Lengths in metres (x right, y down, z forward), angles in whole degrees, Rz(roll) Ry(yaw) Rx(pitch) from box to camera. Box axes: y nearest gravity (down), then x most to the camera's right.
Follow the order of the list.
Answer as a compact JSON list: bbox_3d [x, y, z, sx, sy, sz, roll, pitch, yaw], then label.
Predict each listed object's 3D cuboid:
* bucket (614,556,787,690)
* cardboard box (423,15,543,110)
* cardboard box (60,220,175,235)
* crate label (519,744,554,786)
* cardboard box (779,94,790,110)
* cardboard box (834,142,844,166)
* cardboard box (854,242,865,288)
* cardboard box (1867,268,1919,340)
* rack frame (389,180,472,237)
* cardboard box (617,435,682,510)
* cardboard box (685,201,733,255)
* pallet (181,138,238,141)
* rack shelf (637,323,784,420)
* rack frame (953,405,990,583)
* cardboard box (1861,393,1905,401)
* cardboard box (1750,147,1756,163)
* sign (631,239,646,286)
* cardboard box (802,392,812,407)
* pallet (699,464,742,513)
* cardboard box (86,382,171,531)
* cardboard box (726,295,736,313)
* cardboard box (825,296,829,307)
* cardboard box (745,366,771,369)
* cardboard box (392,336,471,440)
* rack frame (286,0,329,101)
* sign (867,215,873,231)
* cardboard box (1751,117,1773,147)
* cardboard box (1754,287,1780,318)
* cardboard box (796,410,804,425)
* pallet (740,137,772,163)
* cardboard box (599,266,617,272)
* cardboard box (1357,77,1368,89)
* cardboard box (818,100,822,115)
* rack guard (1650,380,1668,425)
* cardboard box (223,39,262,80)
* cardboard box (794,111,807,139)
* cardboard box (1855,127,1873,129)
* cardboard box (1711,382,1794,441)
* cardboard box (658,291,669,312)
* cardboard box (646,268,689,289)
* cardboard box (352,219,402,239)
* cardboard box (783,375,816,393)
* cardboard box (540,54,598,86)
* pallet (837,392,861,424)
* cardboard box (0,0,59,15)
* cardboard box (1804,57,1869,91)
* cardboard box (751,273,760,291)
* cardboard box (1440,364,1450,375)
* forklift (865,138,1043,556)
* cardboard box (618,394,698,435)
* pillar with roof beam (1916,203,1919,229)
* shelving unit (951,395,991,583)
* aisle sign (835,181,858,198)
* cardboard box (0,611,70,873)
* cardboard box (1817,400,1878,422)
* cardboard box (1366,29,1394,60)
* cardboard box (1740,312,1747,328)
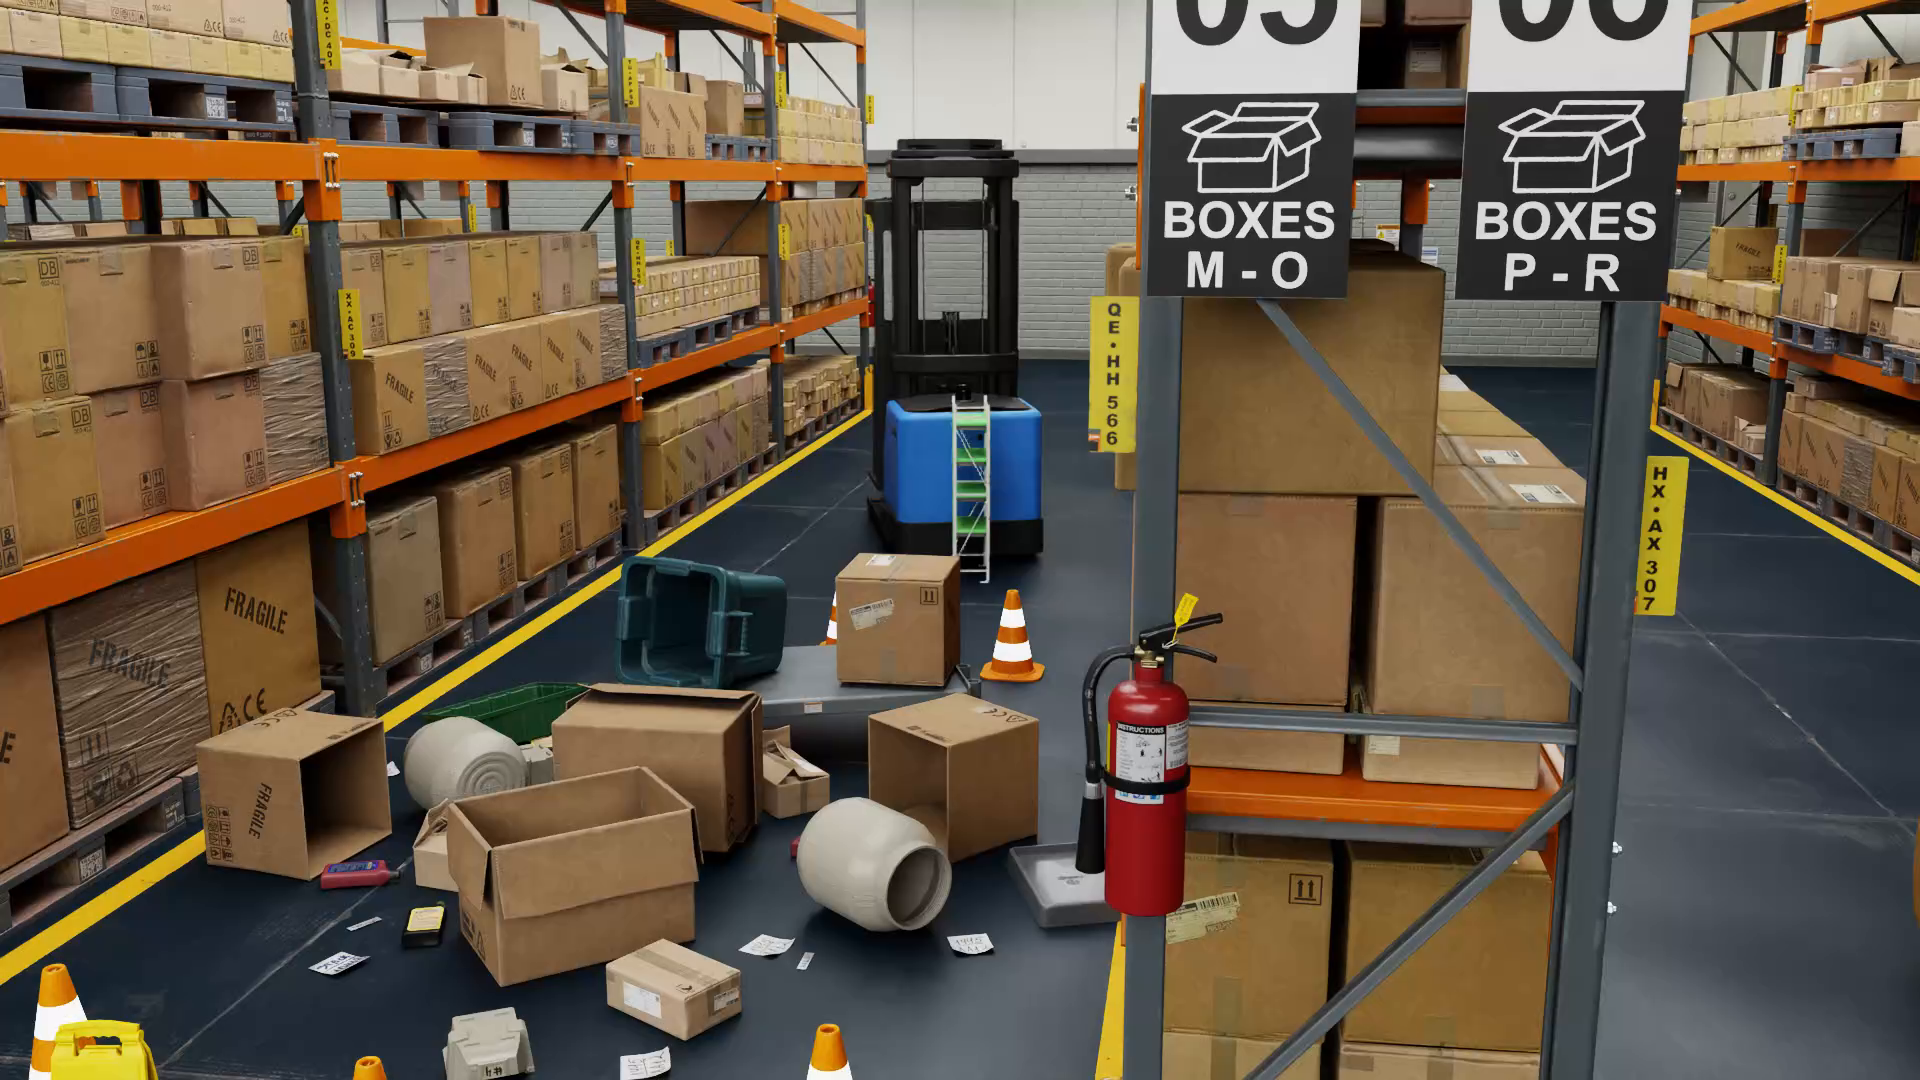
[{"bbox_3d":[-1.168,0.386,7.742,0.726,0.611,0.620,7,4,28],"label":"bucket"},{"bbox_3d":[-2.801,-2.805,9.797,0.500,0.500,0.500,2,12,9],"label":"cardboard box"},{"bbox_3d":[-7.368,-2.554,14.608,0.797,0.503,0.637,2,12,10],"label":"cardboard box"},{"bbox_3d":[-1.945,1.017,7.450,0.298,0.136,0.250,-7,14,-30],"label":"crate label"},{"bbox_3d":[-1.836,-4.180,15.871,0.380,0.149,0.250,1,12,6],"label":"cardboard box"},{"bbox_3d":[-1.549,-4.152,17.876,0.500,0.250,0.500,2,12,11],"label":"cardboard box"},{"bbox_3d":[-1.395,-3.164,19.112,0.500,0.500,0.500,2,12,10],"label":"cardboard box"},{"bbox_3d":[7.070,-1.709,12.059,0.797,0.503,0.637,2,12,7],"label":"cardboard box"},{"bbox_3d":[-6.465,-3.253,20.470,1.000,3.000,0.127,2,12,9],"label":"rack frame"},{"bbox_3d":[-2.449,-0.529,12.763,0.500,0.500,0.500,1,12,6],"label":"cardboard box"},{"bbox_3d":[-2.390,-3.029,16.110,0.500,0.500,0.500,1,12,7],"label":"cardboard box"},{"bbox_3d":[-7.173,-3.601,15.417,0.805,0.209,1.217,1,12,6],"label":"pallet"},{"bbox_3d":[-2.503,-1.471,13.907,1.077,0.370,4.000,2,12,9],"label":"rack shelf"},{"bbox_3d":[0.077,-0.299,11.031,0.240,1.200,0.015,0,12,-1],"label":"rack frame"},{"bbox_3d":[7.845,-1.154,14.126,0.380,0.149,0.250,1,12,6],"label":"cardboard box"},{"bbox_3d":[7.583,-3.580,15.460,0.380,0.149,0.250,2,12,11],"label":"cardboard box"},{"bbox_3d":[-2.261,-1.955,11.697,0.100,0.325,0.005,2,12,9],"label":"sign"},{"bbox_3d":[-1.761,-1.481,17.311,0.380,0.149,0.250,2,12,11],"label":"cardboard box"},{"bbox_3d":[-2.499,-0.459,14.123,1.003,0.211,1.213,2,12,9],"label":"pallet"},{"bbox_3d":[-3.732,-0.346,6.623,0.875,0.550,0.550,2,12,9],"label":"cardboard box"},{"bbox_3d":[-2.179,-2.074,14.598,0.380,0.149,0.250,1,12,6],"label":"cardboard box"},{"bbox_3d":[-1.636,-2.607,18.065,0.380,0.149,0.250,1,12,6],"label":"cardboard box"},{"bbox_3d":[-2.179,-1.802,18.091,0.380,0.149,0.250,2,12,10],"label":"cardboard box"},{"bbox_3d":[-3.002,-0.828,8.980,0.500,0.500,0.500,2,12,9],"label":"cardboard box"},{"bbox_3d":[-3.425,-3.506,7.404,1.000,3.000,0.127,2,12,9],"label":"rack frame"},{"bbox_3d":[-1.035,-3.770,19.369,0.100,0.325,0.005,2,12,9],"label":"sign"},{"bbox_3d":[7.513,-3.695,15.049,0.500,0.250,0.500,1,12,7],"label":"cardboard box"},{"bbox_3d":[7.454,-2.126,14.887,0.500,0.250,0.500,2,12,10],"label":"cardboard box"},{"bbox_3d":[-1.794,-1.225,16.828,0.380,0.149,0.250,2,12,8],"label":"cardboard box"},{"bbox_3d":[-2.395,-3.489,14.886,1.213,0.211,1.003,2,12,9],"label":"pallet"},{"bbox_3d":[-2.987,-2.166,13.610,0.380,0.149,0.250,2,12,11],"label":"cardboard box"},{"bbox_3d":[1.402,-1.384,5.270,0.380,0.149,0.250,2,12,8],"label":"cardboard box"},{"bbox_3d":[-1.634,-4.451,17.130,0.380,0.149,0.250,2,12,7],"label":"cardboard box"},{"bbox_3d":[8.220,-1.535,18.427,1.175,0.500,0.348,2,12,9],"label":"rack guard"},{"bbox_3d":[-3.204,-2.033,7.048,0.380,0.149,0.250,2,12,10],"label":"cardboard box"},{"bbox_3d":[-1.803,-4.072,16.320,0.500,0.250,0.500,2,12,8],"label":"cardboard box"},{"bbox_3d":[7.639,-3.472,13.726,0.380,0.149,0.250,2,12,8],"label":"cardboard box"},{"bbox_3d":[7.715,-1.239,16.057,0.700,0.500,0.500,1,12,7],"label":"cardboard box"},{"bbox_3d":[-2.460,-1.841,12.807,0.380,0.149,0.250,1,12,7],"label":"cardboard box"},{"bbox_3d":[-2.386,-2.088,13.250,0.380,0.149,0.250,2,12,11],"label":"cardboard box"},{"bbox_3d":[-6.883,-3.497,19.469,0.500,0.500,0.500,2,12,7],"label":"cardboard box"},{"bbox_3d":[-1.709,-1.622,17.256,0.380,0.149,0.250,2,12,10],"label":"cardboard box"},{"bbox_3d":[-2.941,-3.496,12.420,0.396,0.266,0.258,2,12,9],"label":"cardboard box"},{"bbox_3d":[-1.752,-1.525,19.068,1.003,0.211,1.213,2,12,9],"label":"pallet"},{"bbox_3d":[-3.481,-1.941,5.676,0.500,0.250,0.500,2,12,8],"label":"cardboard box"},{"bbox_3d":[7.225,-3.834,13.716,0.396,0.266,0.258,2,12,8],"label":"cardboard box"},{"bbox_3d":[-2.061,-2.378,15.300,0.380,0.149,0.250,2,12,10],"label":"cardboard box"},{"bbox_3d":[1.586,-0.421,6.382,0.500,0.500,0.500,2,12,11],"label":"cardboard box"},{"bbox_3d":[-0.141,-1.572,12.830,1.130,2.935,3.031,-2,12,-8],"label":"forklift"},{"bbox_3d":[-2.387,-0.998,13.159,0.500,0.250,0.500,2,12,8],"label":"cardboard box"},{"bbox_3d":[4.361,-5.128,14.926,9.100,9.000,0.400,2,12,9],"label":"pillar with roof beam"},{"bbox_3d":[0.071,-0.350,11.270,0.258,1.200,0.503,0,12,-1],"label":"shelving unit"},{"bbox_3d":[-1.272,-4.348,19.378,0.394,0.787,0.004,2,12,9],"label":"aisle sign"},{"bbox_3d":[-3.868,0.766,5.867,0.875,0.875,0.875,2,12,8],"label":"cardboard box"},{"bbox_3d":[7.304,-1.060,13.689,0.380,0.149,0.250,1,12,6],"label":"cardboard box"},{"bbox_3d":[1.294,-1.341,4.124,0.500,0.250,0.500,2,12,8],"label":"cardboard box"},{"bbox_3d":[7.518,-2.055,15.505,0.380,0.149,0.250,2,12,10],"label":"cardboard box"}]
